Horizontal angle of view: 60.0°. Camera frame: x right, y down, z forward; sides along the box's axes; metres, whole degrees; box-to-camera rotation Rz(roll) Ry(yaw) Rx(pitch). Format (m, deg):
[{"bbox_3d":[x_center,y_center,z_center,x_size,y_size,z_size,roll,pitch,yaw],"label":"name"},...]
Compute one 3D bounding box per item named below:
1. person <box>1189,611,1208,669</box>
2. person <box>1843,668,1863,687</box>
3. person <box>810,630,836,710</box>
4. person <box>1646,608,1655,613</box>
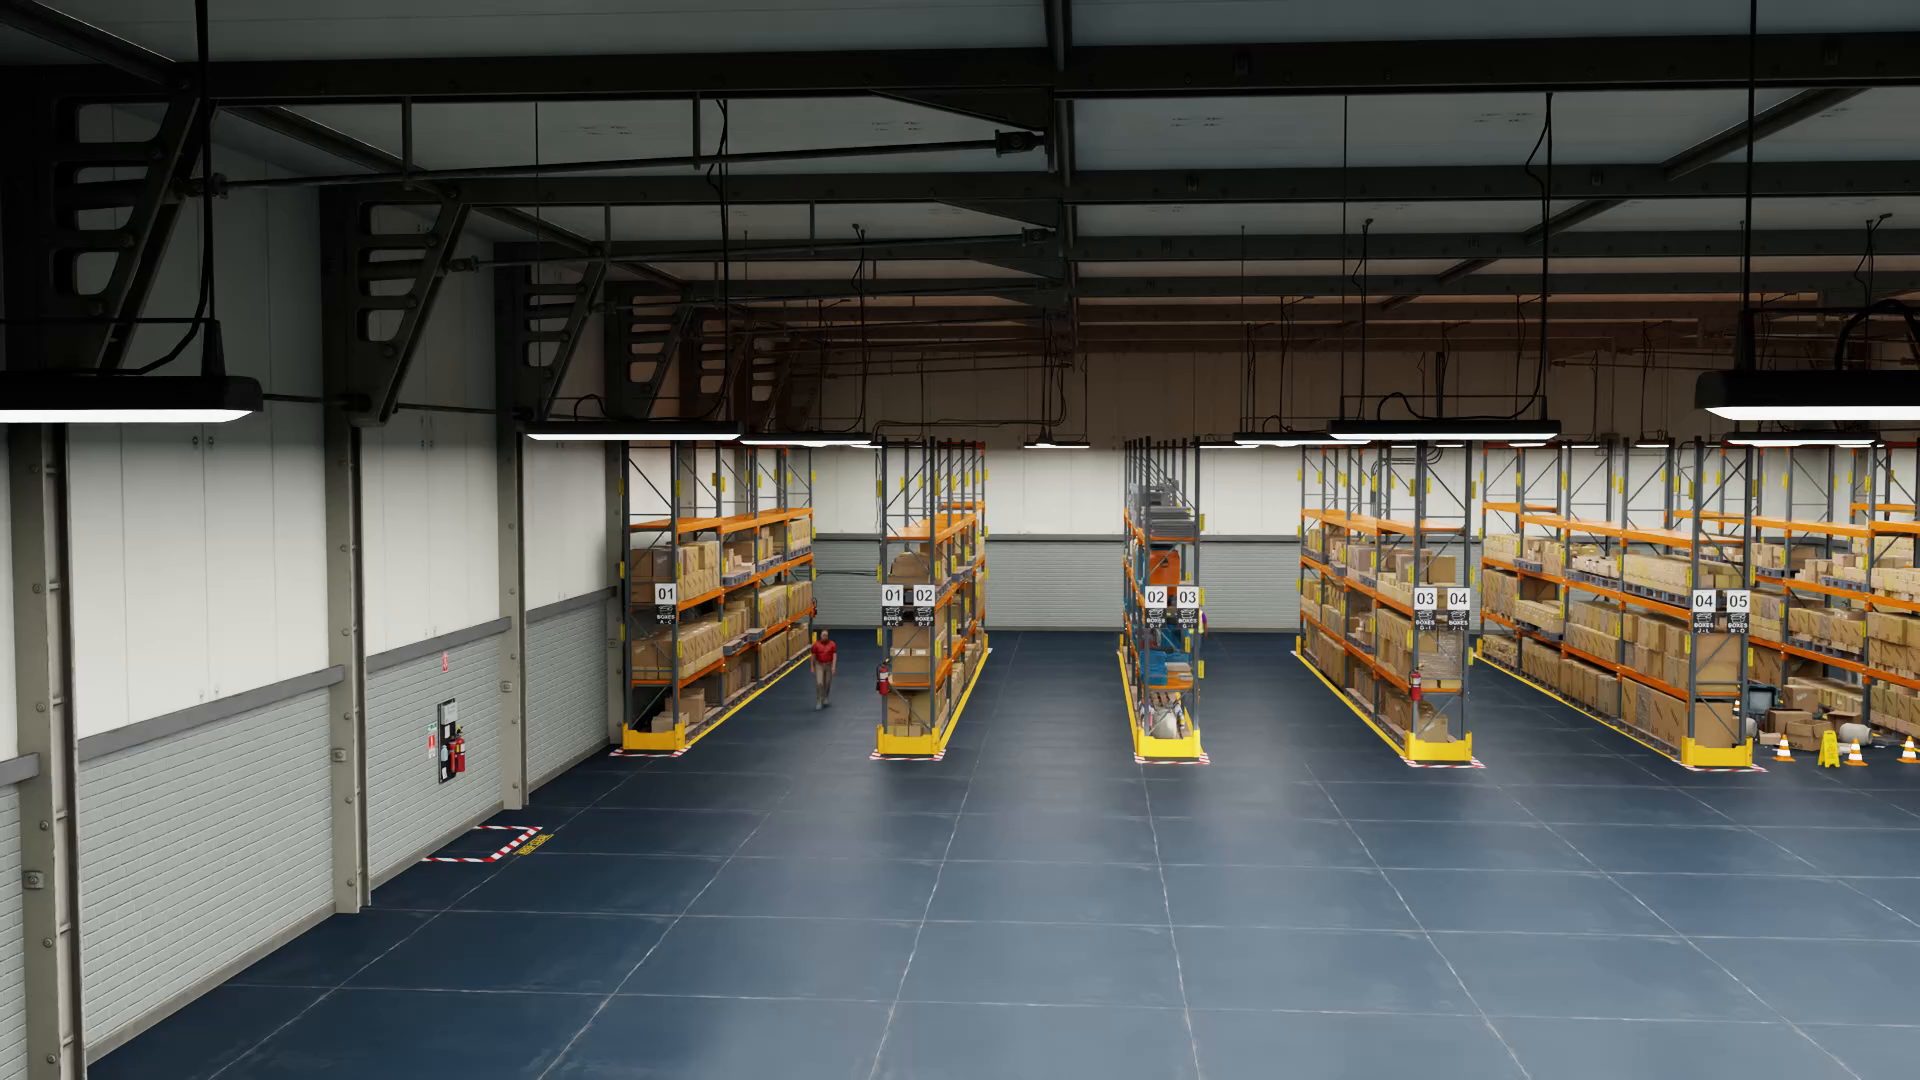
[{"bbox_3d":[6.235,2.503,43.963,0.612,1.814,0.572,0,3,1],"label":"person"},{"bbox_3d":[21.000,2.748,39.119,0.614,1.775,0.613,0,3,3],"label":"person"},{"bbox_3d":[-3.036,2.888,37.235,0.556,1.749,0.799,-1,3,-19],"label":"person"},{"bbox_3d":[18.194,2.558,43.611,0.520,1.746,0.590,-2,3,-28],"label":"person"}]
